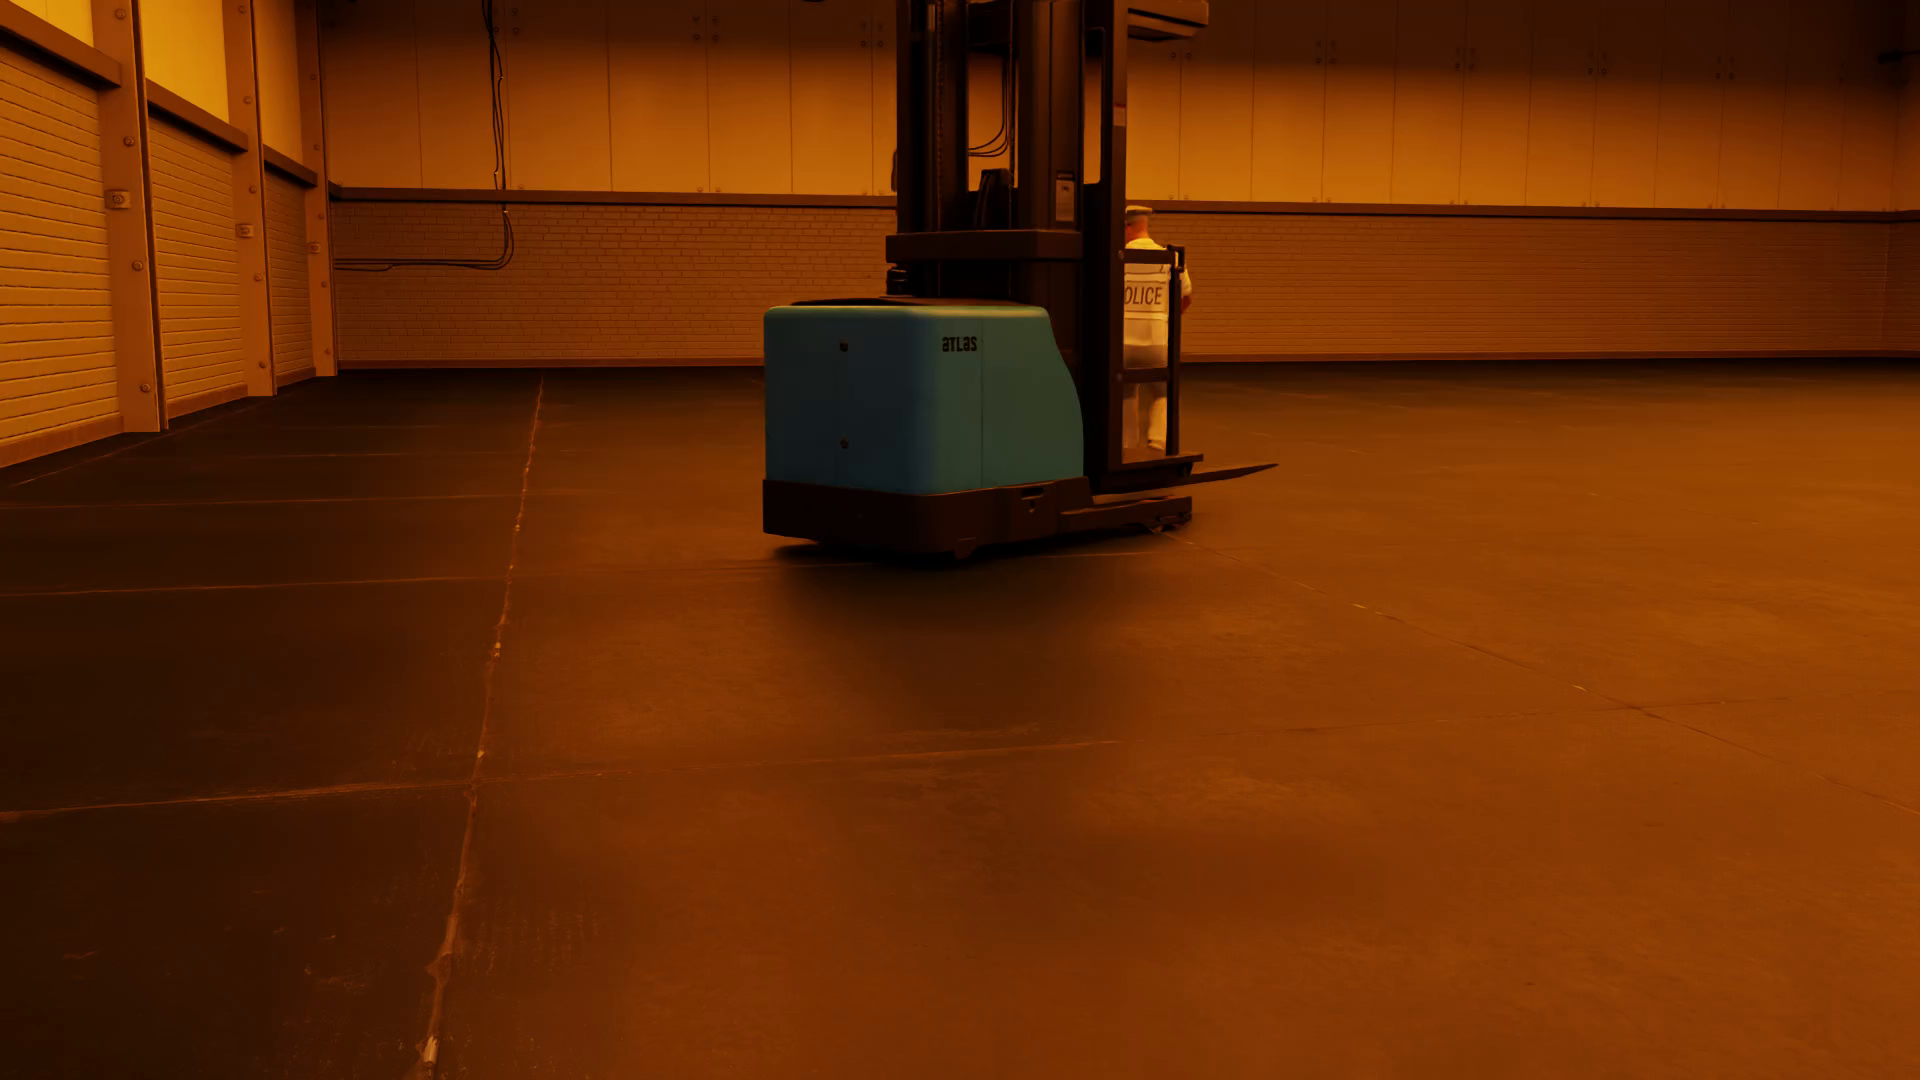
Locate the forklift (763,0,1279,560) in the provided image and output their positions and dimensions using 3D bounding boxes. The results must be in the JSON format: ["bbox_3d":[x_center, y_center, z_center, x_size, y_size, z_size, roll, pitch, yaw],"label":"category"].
[{"bbox_3d":[0.483,-1.524,8.019,1.130,2.935,3.031,7,11,42],"label":"forklift"}]

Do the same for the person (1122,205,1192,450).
[{"bbox_3d":[1.093,-1.244,10.503,0.728,1.700,0.562,2,8,14],"label":"person"}]
